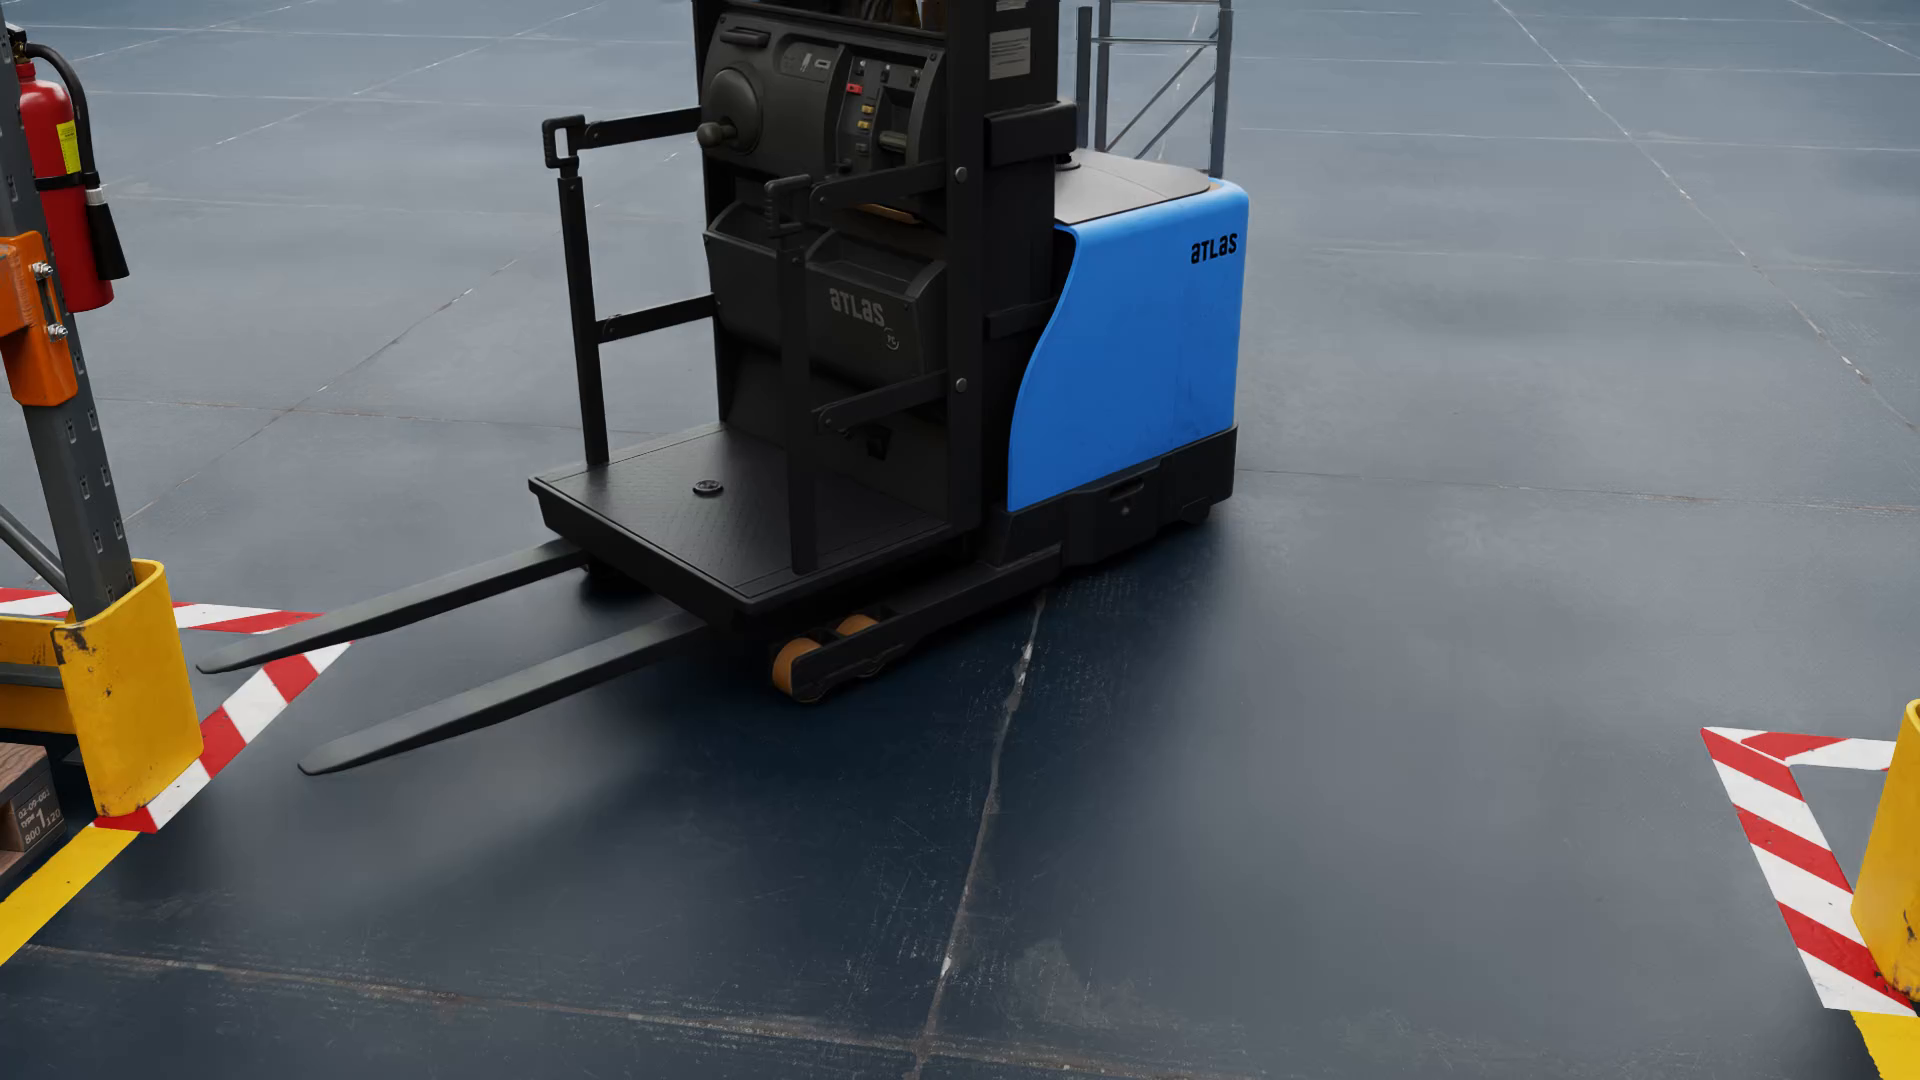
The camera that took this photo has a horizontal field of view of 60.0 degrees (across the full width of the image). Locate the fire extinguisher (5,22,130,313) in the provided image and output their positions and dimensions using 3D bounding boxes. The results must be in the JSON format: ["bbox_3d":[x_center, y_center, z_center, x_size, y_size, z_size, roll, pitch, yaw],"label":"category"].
[{"bbox_3d":[-1.987,-0.834,3.585,0.296,0.674,0.183,4,25,9],"label":"fire extinguisher"}]

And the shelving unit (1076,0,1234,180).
[{"bbox_3d":[0.709,-1.258,6.167,0.587,1.500,1.083,4,25,8],"label":"shelving unit"}]

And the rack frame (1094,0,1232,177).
[{"bbox_3d":[0.785,-1.475,6.631,0.500,1.500,0.032,4,25,8],"label":"rack frame"}]

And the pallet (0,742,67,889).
[{"bbox_3d":[-2.641,0.779,3.338,1.003,0.211,1.213,4,25,9],"label":"pallet"}]

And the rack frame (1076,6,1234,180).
[{"bbox_3d":[0.636,-1.048,5.720,0.500,1.500,0.032,4,25,8],"label":"rack frame"}]

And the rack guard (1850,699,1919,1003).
[{"bbox_3d":[2.460,0.657,3.257,1.175,0.500,0.348,4,25,9],"label":"rack guard"}]

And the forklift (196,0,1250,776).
[{"bbox_3d":[-0.536,-1.152,4.253,3.031,2.935,1.130,-21,32,-38],"label":"forklift"}]

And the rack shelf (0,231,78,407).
[{"bbox_3d":[-2.787,0.309,1.900,1.077,0.370,4.000,4,25,9],"label":"rack shelf"}]

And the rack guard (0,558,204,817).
[{"bbox_3d":[-2.473,0.310,3.997,1.175,0.500,0.348,4,25,9],"label":"rack guard"}]

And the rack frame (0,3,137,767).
[{"bbox_3d":[-2.460,-0.853,3.535,1.000,3.000,0.127,4,25,9],"label":"rack frame"}]
